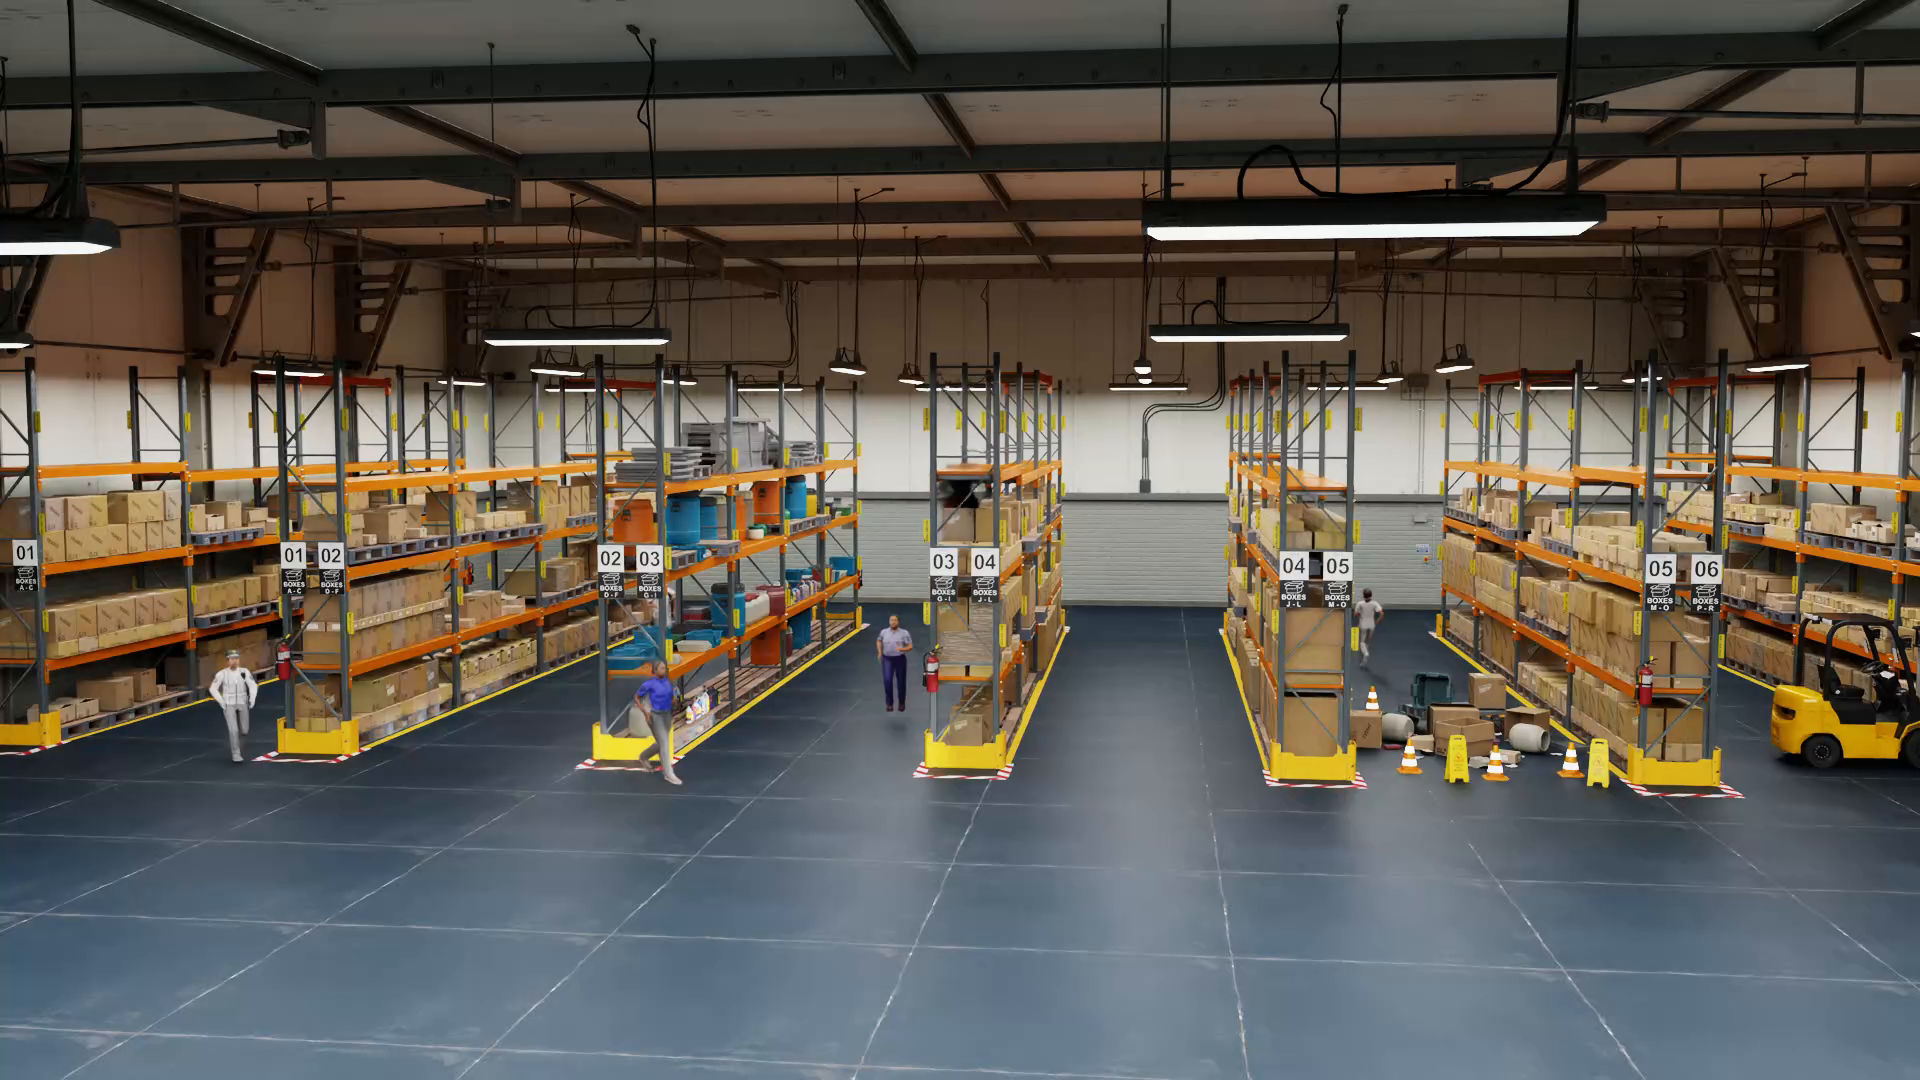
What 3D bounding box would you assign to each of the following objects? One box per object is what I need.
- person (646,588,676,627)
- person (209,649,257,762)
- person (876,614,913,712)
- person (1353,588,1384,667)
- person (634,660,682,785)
[{"bbox_3d":[-6.288,1.647,35.025,0.642,1.837,0.812,0,4,-4],"label":"person"},{"bbox_3d":[-10.764,2.428,24.652,0.661,1.647,0.654,-3,5,-36],"label":"person"},{"bbox_3d":[-1.086,2.053,27.433,0.616,1.664,0.876,0,4,1],"label":"person"},{"bbox_3d":[8.291,1.917,33.838,0.597,1.388,0.783,0,4,-2],"label":"person"},{"bbox_3d":[-4.139,2.486,22.855,0.866,1.648,0.590,2,5,30],"label":"person"}]
